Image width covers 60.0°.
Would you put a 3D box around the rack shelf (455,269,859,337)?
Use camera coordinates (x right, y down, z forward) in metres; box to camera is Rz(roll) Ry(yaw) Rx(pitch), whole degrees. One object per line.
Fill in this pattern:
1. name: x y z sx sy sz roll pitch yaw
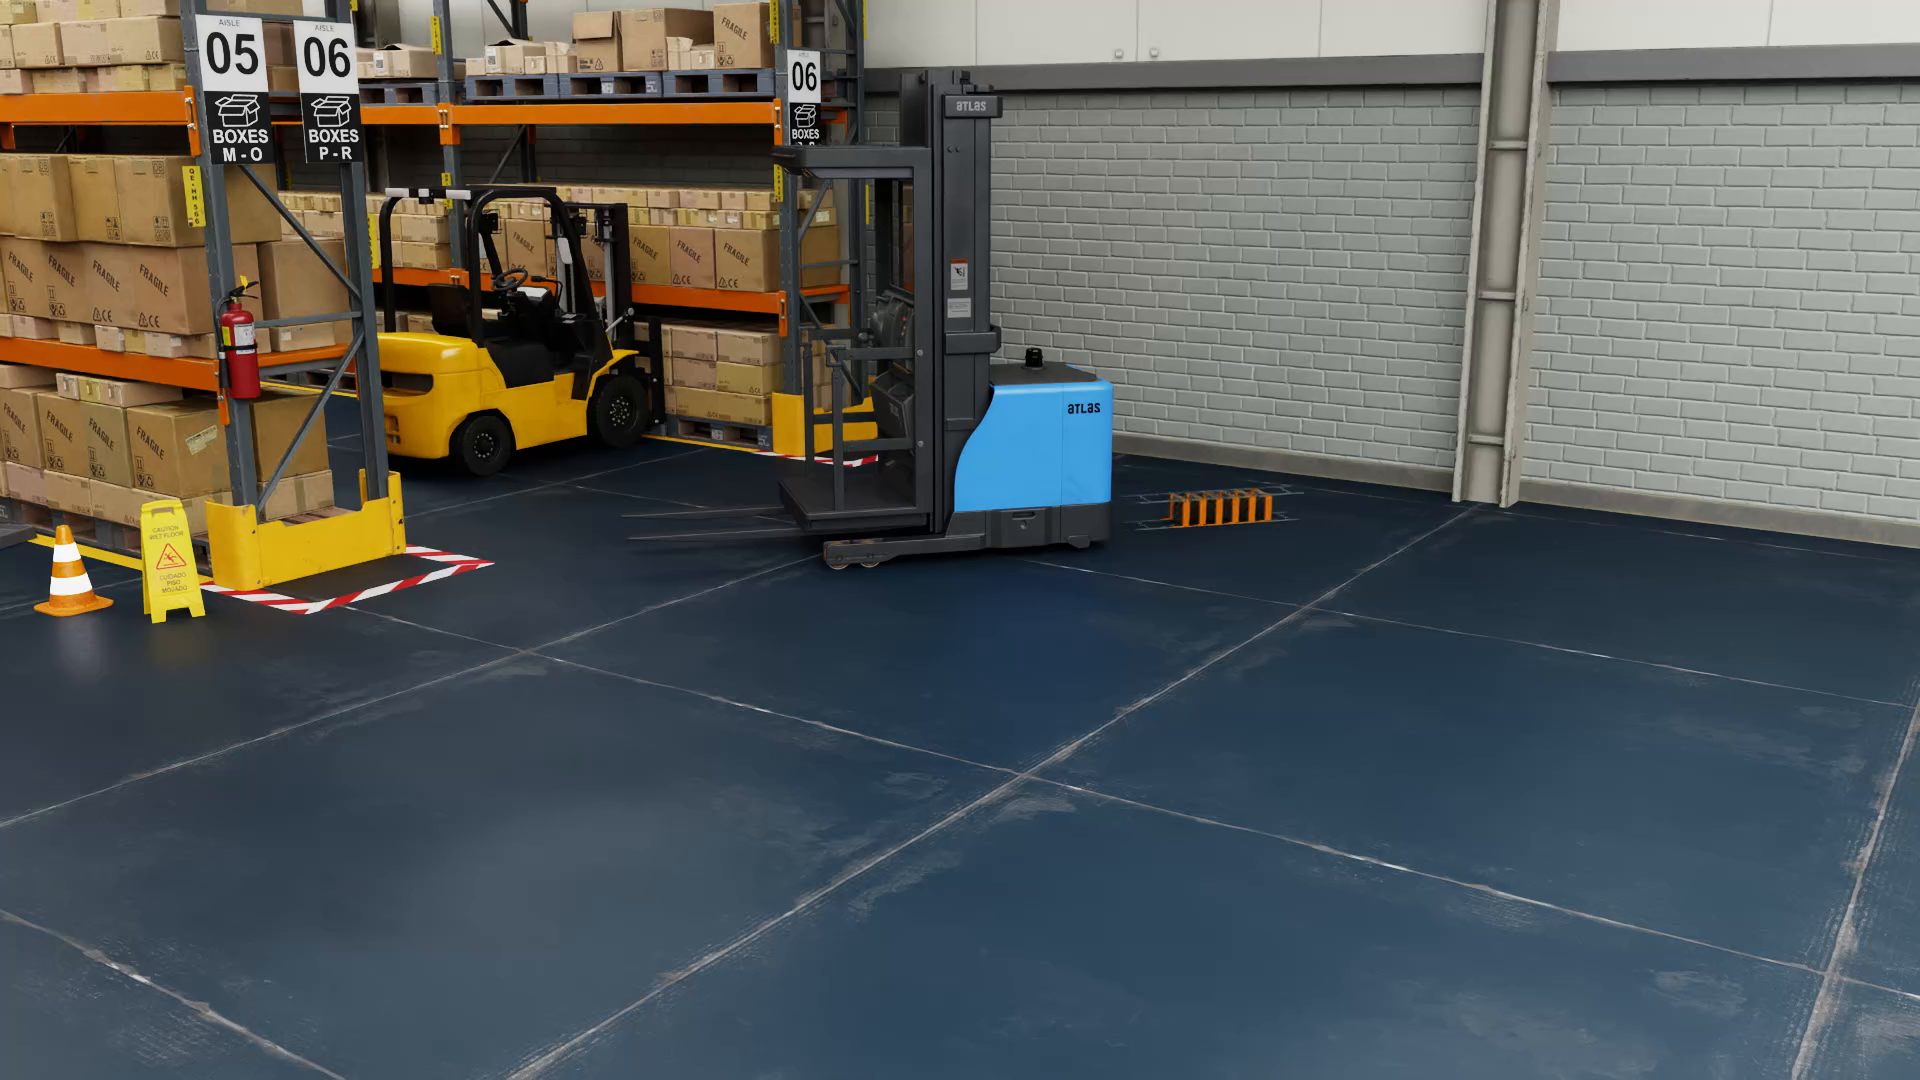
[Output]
1. rack shelf: -2.780 -2.192 14.934 4.000 0.370 1.077 9 17 33

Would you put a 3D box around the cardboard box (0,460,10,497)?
1. cardboard box: -6.418 -0.486 11.393 0.500 0.250 0.500 10 17 36

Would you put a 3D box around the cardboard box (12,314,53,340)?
1. cardboard box: -5.843 -1.390 10.717 0.250 0.149 0.380 9 17 33

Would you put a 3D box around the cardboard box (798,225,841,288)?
1. cardboard box: -1.376 -2.444 14.244 0.500 0.500 0.500 10 17 35

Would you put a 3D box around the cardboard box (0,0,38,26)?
1. cardboard box: -5.624 -3.190 10.087 0.250 0.149 0.380 10 17 34

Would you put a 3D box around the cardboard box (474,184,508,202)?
1. cardboard box: -4.340 -3.216 15.393 0.250 0.149 0.380 10 17 34

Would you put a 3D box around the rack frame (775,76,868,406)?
1. rack frame: -1.120 -2.273 13.764 0.127 3.000 1.000 9 17 33

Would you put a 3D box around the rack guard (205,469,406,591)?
1. rack guard: -3.950 -0.080 10.105 0.348 0.500 1.175 9 17 33

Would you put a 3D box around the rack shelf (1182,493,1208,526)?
1. rack shelf: 1.579 -0.210 11.270 0.103 0.180 0.258 -4 14 -15

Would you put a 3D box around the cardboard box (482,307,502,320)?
1. cardboard box: -4.213 -2.037 15.576 0.500 0.250 0.500 9 16 32

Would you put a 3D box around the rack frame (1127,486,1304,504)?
1. rack frame: 1.737 -0.310 11.290 1.200 0.006 0.240 -4 14 -15

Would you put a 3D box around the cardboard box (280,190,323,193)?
1. cardboard box: -7.096 -3.693 17.943 0.250 0.149 0.380 10 17 34

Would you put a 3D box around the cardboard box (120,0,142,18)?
1. cardboard box: -4.525 -3.033 9.454 0.250 0.149 0.380 10 17 34

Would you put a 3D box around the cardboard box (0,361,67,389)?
1. cardboard box: -6.145 -1.102 10.969 0.250 0.149 0.380 10 17 36

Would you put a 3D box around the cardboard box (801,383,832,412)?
1. cardboard box: -1.419 -1.247 14.467 0.500 0.250 0.500 9 17 33

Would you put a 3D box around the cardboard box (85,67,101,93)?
1. cardboard box: -4.939 -2.726 9.872 0.250 0.149 0.380 9 17 33

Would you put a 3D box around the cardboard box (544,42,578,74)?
1. cardboard box: -3.377 -4.193 14.475 0.258 0.266 0.396 9 16 31

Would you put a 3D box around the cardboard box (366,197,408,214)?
1. cardboard box: -5.537 -3.258 16.183 0.250 0.149 0.380 9 16 31

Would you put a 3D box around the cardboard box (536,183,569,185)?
1. cardboard box: -3.821 -3.293 15.706 0.250 0.149 0.380 9 16 31

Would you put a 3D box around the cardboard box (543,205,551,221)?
1. cardboard box: -3.494 -2.931 14.862 0.250 0.149 0.380 9 17 32

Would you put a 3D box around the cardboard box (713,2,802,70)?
1. cardboard box: -1.623 -4.041 13.372 0.500 0.500 0.500 10 17 35

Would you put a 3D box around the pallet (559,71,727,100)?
1. pallet: -2.709 -3.950 14.478 1.213 0.211 1.003 9 17 33

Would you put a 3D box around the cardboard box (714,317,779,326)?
1. cardboard box: -1.830 -1.796 14.604 0.500 0.250 0.500 9 17 33

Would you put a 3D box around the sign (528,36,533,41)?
1. sign: -4.131 -4.666 15.947 0.005 0.325 0.100 9 17 33

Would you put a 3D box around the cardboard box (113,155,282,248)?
1. cardboard box: -4.433 -1.986 9.697 0.500 0.500 0.700 9 16 31

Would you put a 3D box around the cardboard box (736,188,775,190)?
1. cardboard box: -1.705 -2.943 14.293 0.250 0.149 0.380 10 17 34

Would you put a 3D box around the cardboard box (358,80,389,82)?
1. cardboard box: -5.949 -4.671 16.611 0.250 0.166 0.380 9 17 33

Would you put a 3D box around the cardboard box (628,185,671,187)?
1. cardboard box: -2.768 -3.117 14.993 0.250 0.149 0.380 10 17 34

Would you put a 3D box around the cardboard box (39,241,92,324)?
1. cardboard box: -5.318 -1.630 10.337 0.500 0.500 0.500 9 17 33

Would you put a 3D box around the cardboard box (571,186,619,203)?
1. cardboard box: -3.227 -3.059 14.759 0.250 0.149 0.380 9 17 33

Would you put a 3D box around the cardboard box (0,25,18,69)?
1. cardboard box: -5.733 -3.029 10.268 0.500 0.250 0.500 9 17 33

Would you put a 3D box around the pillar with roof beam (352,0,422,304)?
1. pillar with roof beam: -8.576 -5.405 13.929 0.400 9.000 9.100 9 17 33

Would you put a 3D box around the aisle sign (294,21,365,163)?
1. aisle sign: -3.663 -2.598 9.667 0.004 0.787 0.394 9 17 33

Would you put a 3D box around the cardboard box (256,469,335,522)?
1. cardboard box: -4.402 -0.315 10.703 0.500 0.250 0.500 9 17 32

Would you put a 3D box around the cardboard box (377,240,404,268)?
1. cardboard box: -5.424 -2.819 16.279 0.500 0.250 0.500 9 17 32

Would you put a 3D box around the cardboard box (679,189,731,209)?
1. cardboard box: -2.154 -2.892 14.086 0.250 0.149 0.380 9 17 33

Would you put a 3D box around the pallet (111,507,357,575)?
1. pallet: -4.605 -0.056 10.609 1.213 0.211 1.003 9 17 33

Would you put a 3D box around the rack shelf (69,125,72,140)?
1. rack shelf: -12.737 -5.258 21.074 4.000 0.370 1.077 9 17 33

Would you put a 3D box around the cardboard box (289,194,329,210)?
1. cardboard box: -6.581 -3.437 16.907 0.250 0.149 0.380 10 17 34

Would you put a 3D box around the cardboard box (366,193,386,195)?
1. cardboard box: -6.091 -3.504 17.178 0.250 0.149 0.380 10 17 34

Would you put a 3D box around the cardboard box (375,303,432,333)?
1. cardboard box: -5.518 -2.034 16.866 0.625 0.625 0.875 9 17 32

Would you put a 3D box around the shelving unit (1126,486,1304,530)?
1. shelving unit: 1.737 -0.221 11.312 1.200 0.189 0.258 -4 14 -15

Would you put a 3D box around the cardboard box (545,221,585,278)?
1. cardboard box: -3.355 -2.612 14.926 0.500 0.500 0.500 9 17 32

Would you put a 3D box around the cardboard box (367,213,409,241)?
1. cardboard box: -5.420 -3.062 16.222 0.500 0.250 0.500 9 16 31

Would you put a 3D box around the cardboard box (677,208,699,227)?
1. cardboard box: -2.173 -2.738 14.084 0.250 0.149 0.380 9 17 32

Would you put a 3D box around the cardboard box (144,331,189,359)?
1. cardboard box: -4.589 -1.180 9.872 0.250 0.149 0.380 9 16 32

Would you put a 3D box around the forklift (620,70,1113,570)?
1. forklift: -0.604 -1.384 10.314 3.031 2.935 1.130 -4 14 -15

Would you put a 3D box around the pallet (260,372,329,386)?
1. pallet: -7.097 -1.874 17.955 1.213 0.211 1.003 9 17 33

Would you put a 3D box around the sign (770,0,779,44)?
1. sign: -1.435 -4.014 12.877 0.005 0.325 0.100 9 17 33

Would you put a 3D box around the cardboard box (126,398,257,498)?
1. cardboard box: -4.698 -0.572 10.178 0.500 0.500 0.500 9 17 33
